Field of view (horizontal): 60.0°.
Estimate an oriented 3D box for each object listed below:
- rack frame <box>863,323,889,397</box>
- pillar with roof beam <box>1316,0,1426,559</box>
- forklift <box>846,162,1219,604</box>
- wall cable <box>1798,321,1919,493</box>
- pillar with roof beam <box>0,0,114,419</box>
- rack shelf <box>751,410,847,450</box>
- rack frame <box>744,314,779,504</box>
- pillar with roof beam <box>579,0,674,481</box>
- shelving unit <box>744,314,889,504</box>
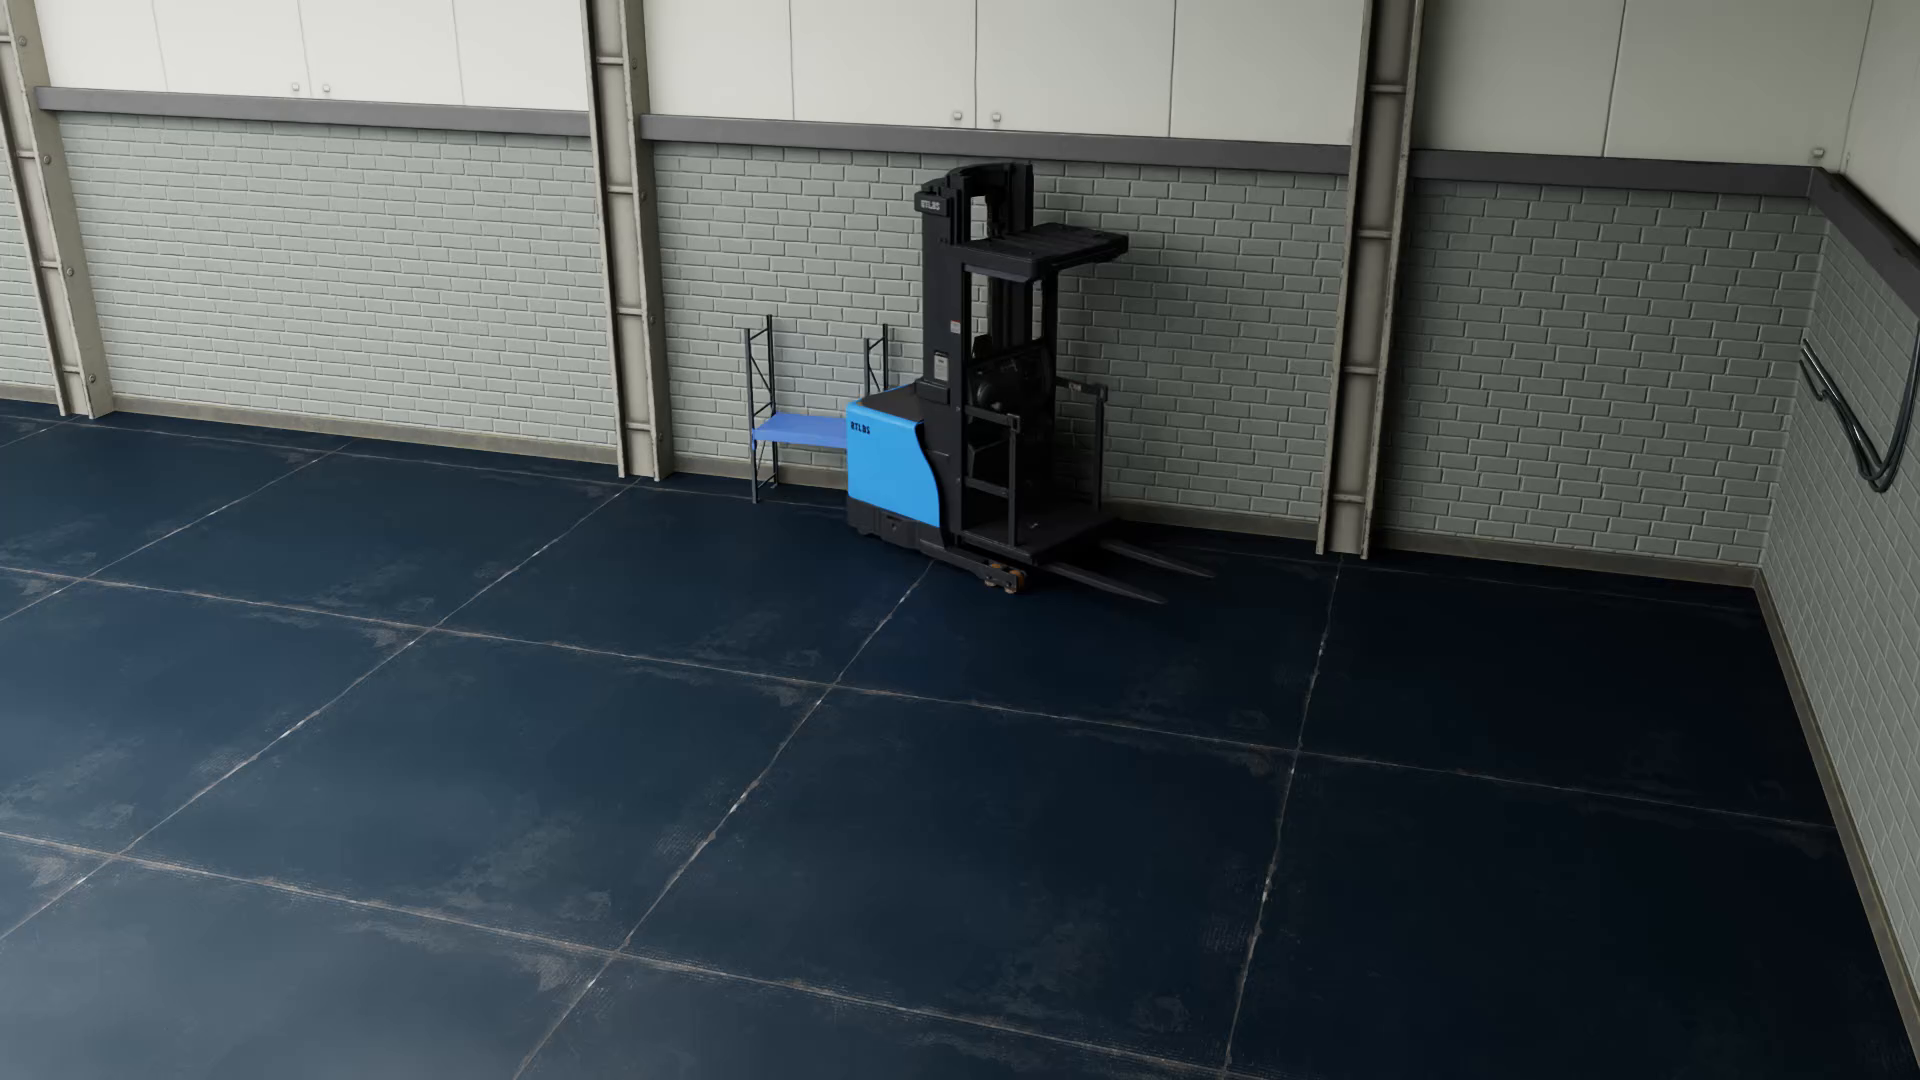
[{"bbox_3d":[-0.674,-0.978,13.583,0.032,1.500,0.500,7,23,15],"label":"rack frame"},{"bbox_3d":[1.754,-2.527,7.477,0.400,9.000,9.100,7,23,16],"label":"pillar with roof beam"},{"bbox_3d":[0.522,-1.189,12.211,3.031,2.935,1.130,19,29,39],"label":"forklift"},{"bbox_3d":[5.436,-1.851,9.921,0.112,2.526,3.097,7,23,16],"label":"wall cable"},{"bbox_3d":[-9.734,-3.842,10.684,0.400,9.000,9.100,7,23,16],"label":"pillar with roof beam"},{"bbox_3d":[-1.161,-0.867,13.786,1.000,0.185,0.538,7,23,15],"label":"rack shelf"},{"bbox_3d":[-1.648,-1.089,13.854,0.032,1.500,0.500,7,23,15],"label":"rack frame"},{"bbox_3d":[-3.990,-3.184,9.081,0.400,9.000,9.100,7,23,16],"label":"pillar with roof beam"},{"bbox_3d":[-1.161,-1.033,13.718,1.048,1.500,0.538,7,23,15],"label":"shelving unit"}]
